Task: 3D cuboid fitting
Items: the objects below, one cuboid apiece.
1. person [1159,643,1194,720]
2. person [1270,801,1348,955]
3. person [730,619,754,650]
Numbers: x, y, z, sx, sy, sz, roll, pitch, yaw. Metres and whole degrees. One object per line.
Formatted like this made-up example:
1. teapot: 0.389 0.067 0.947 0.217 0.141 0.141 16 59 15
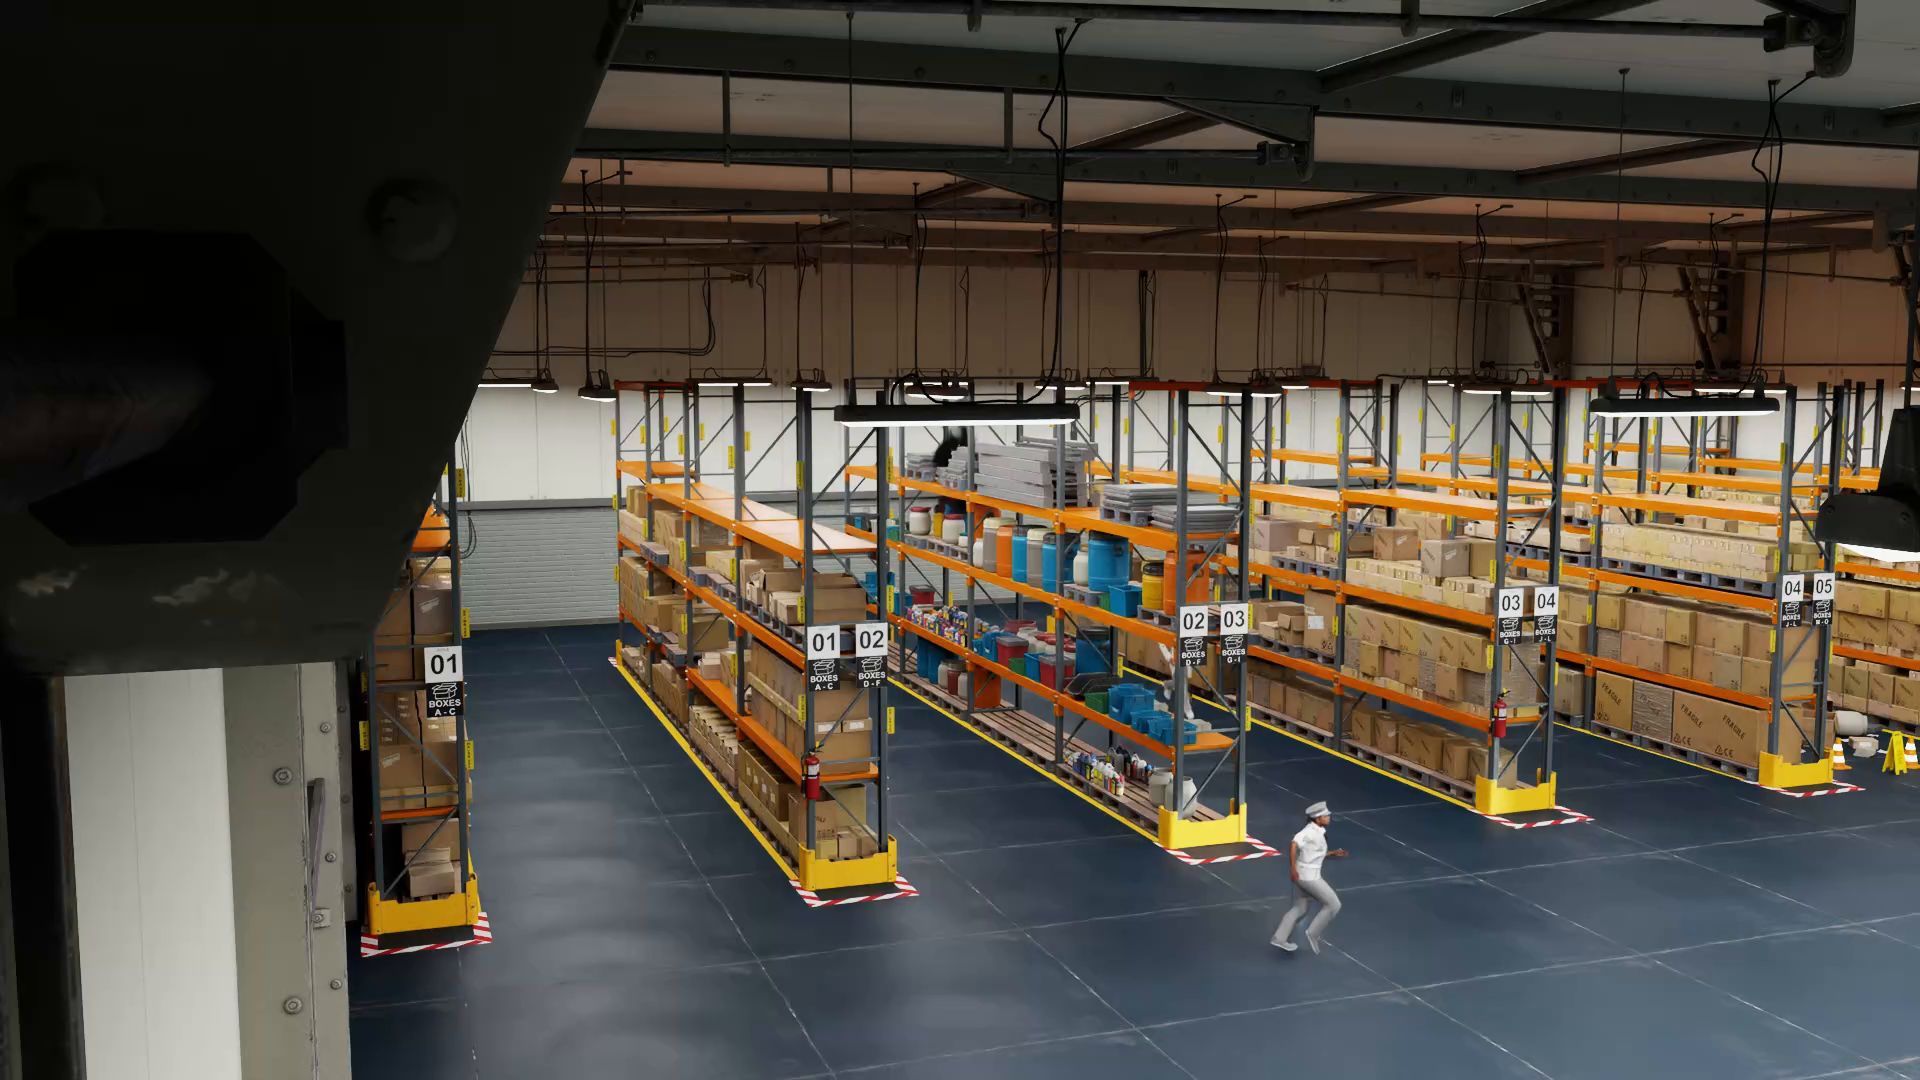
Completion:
1. person: 3.885 2.228 29.554 0.712 1.778 1.030 -3 7 -24
2. person: 3.740 3.617 17.776 0.781 1.665 0.604 1 6 11
3. person: -4.482 1.856 34.646 0.612 1.658 0.548 -4 7 -32
